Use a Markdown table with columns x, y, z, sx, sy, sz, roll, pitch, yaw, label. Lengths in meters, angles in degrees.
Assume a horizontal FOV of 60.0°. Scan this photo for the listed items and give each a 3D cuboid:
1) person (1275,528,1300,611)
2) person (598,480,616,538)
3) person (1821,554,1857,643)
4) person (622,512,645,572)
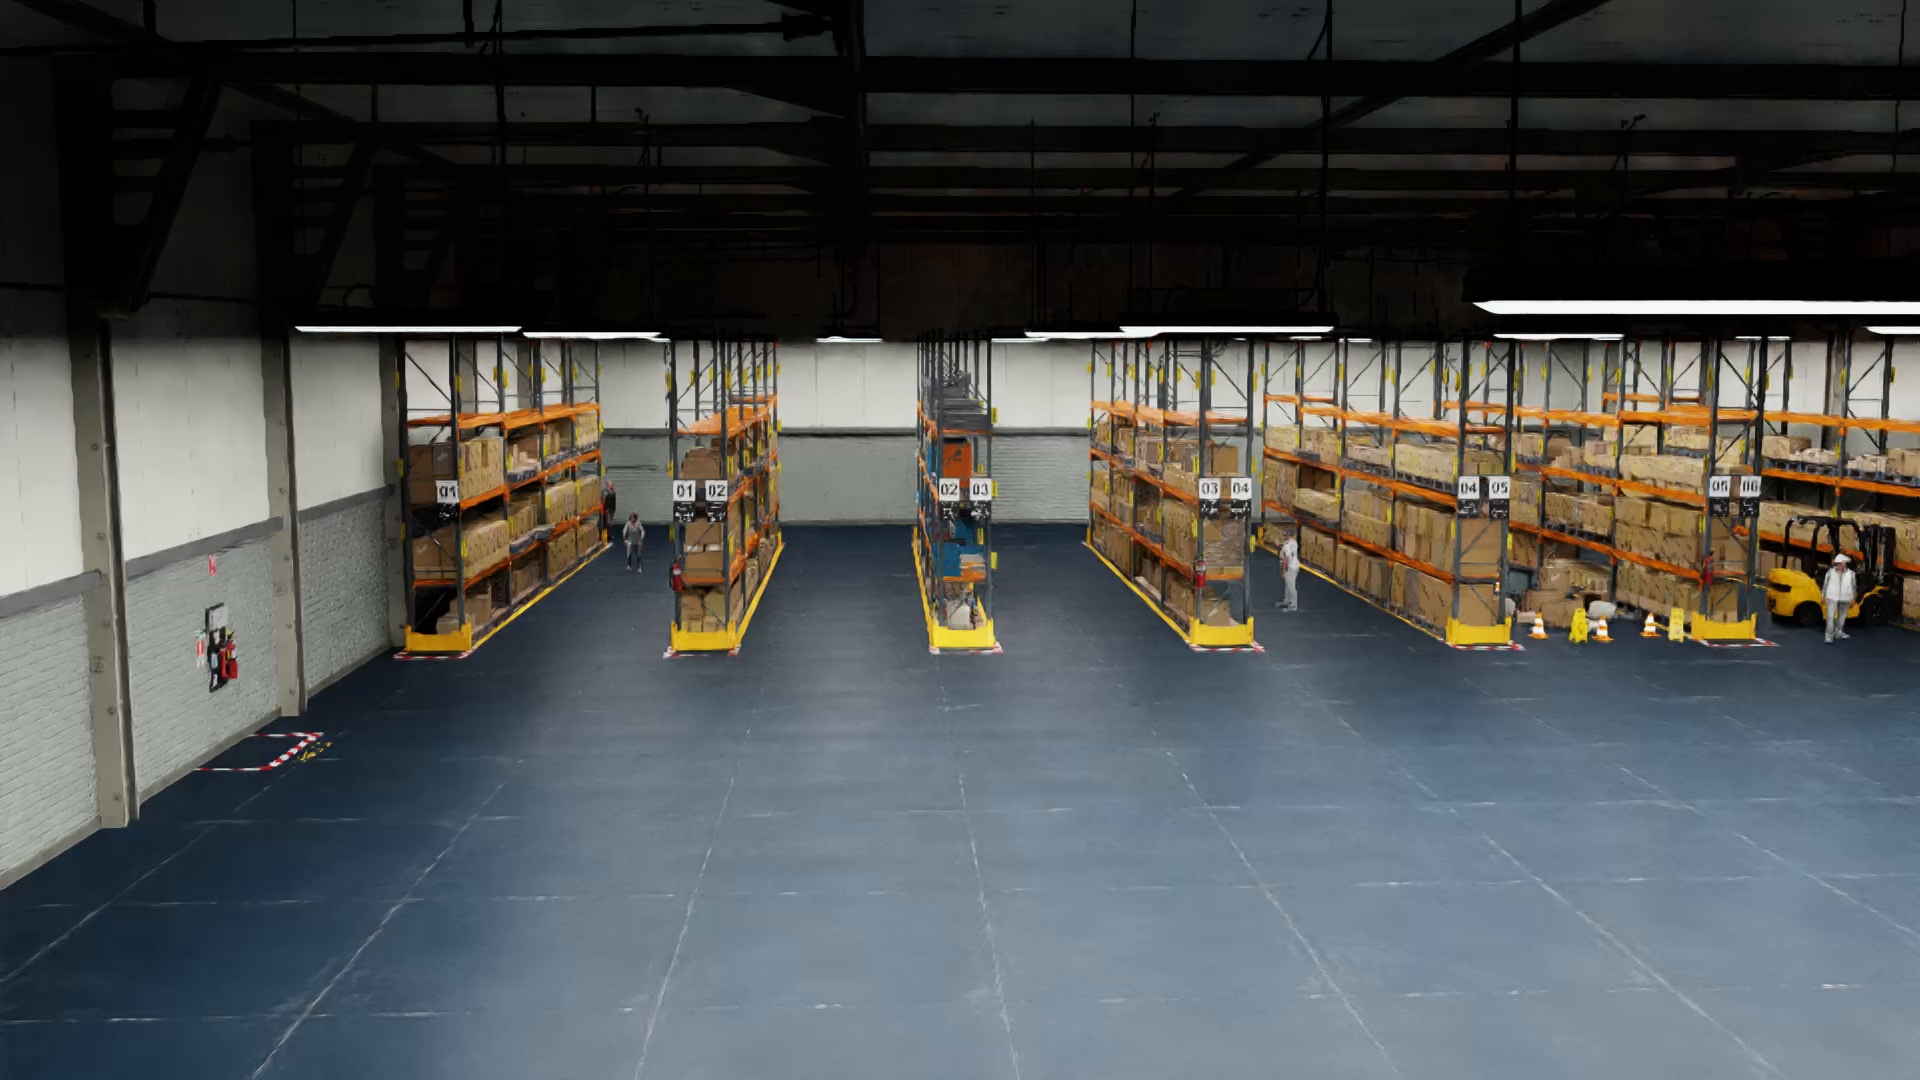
| x | y | z | sx | sy | sz | roll | pitch | yaw | label |
| --- | --- | --- | --- | --- | --- | --- | --- | --- | --- |
| 7.065 | 0.618 | 35.863 | 0.580 | 1.746 | 0.655 | 3 | 8 | 27 | person |
| -10.413 | -0.909 | 48.977 | 0.469 | 1.713 | 0.695 | 4 | 8 | 28 | person |
| 16.916 | 1.109 | 32.005 | 0.576 | 1.728 | 0.962 | 2 | 7 | 19 | person |
| -8.178 | 0.055 | 41.699 | 0.566 | 1.541 | 0.519 | -1 | 7 | -6 | person |
